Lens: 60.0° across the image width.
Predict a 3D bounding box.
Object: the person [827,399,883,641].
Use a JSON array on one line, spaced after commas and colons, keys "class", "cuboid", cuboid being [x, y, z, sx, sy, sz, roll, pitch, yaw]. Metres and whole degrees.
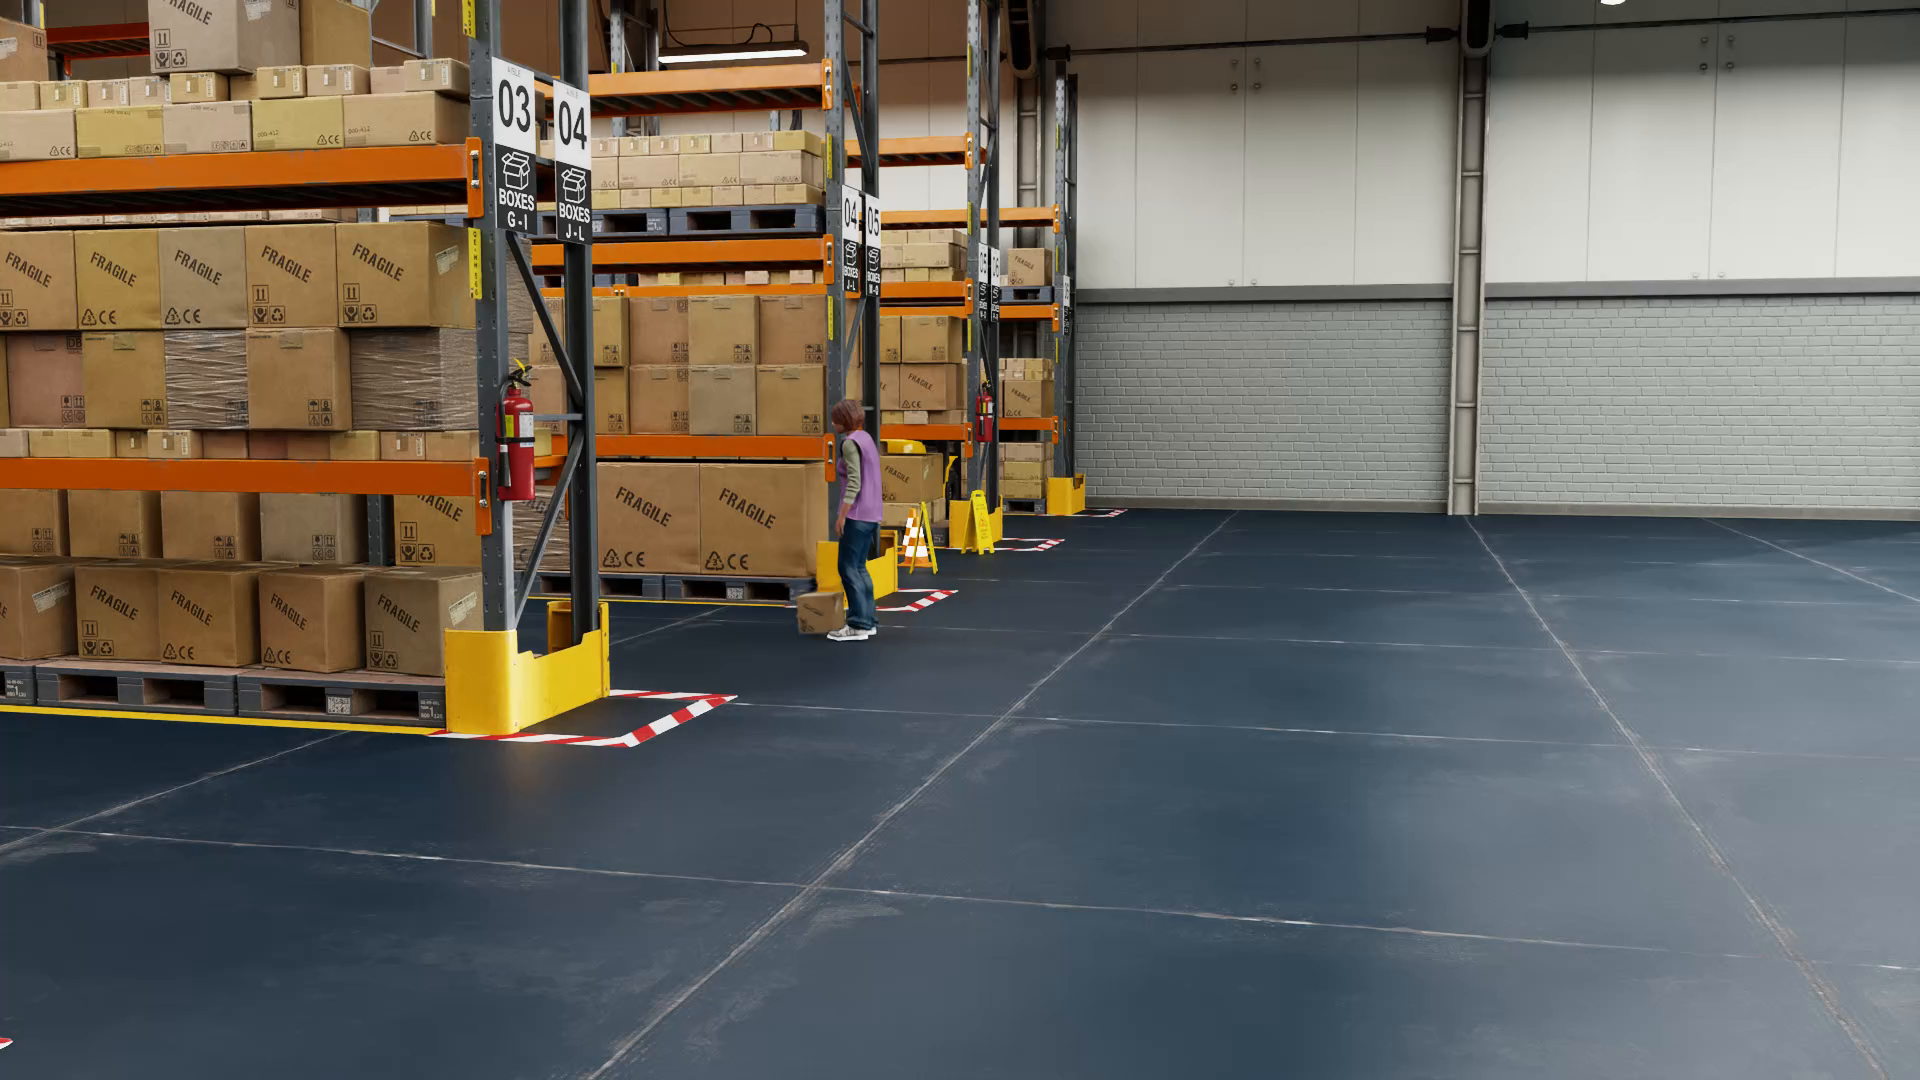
[{"class": "person", "cuboid": [-0.689, -0.135, 11.027, 0.343, 1.594, 0.459, 1, 5, 12]}]
